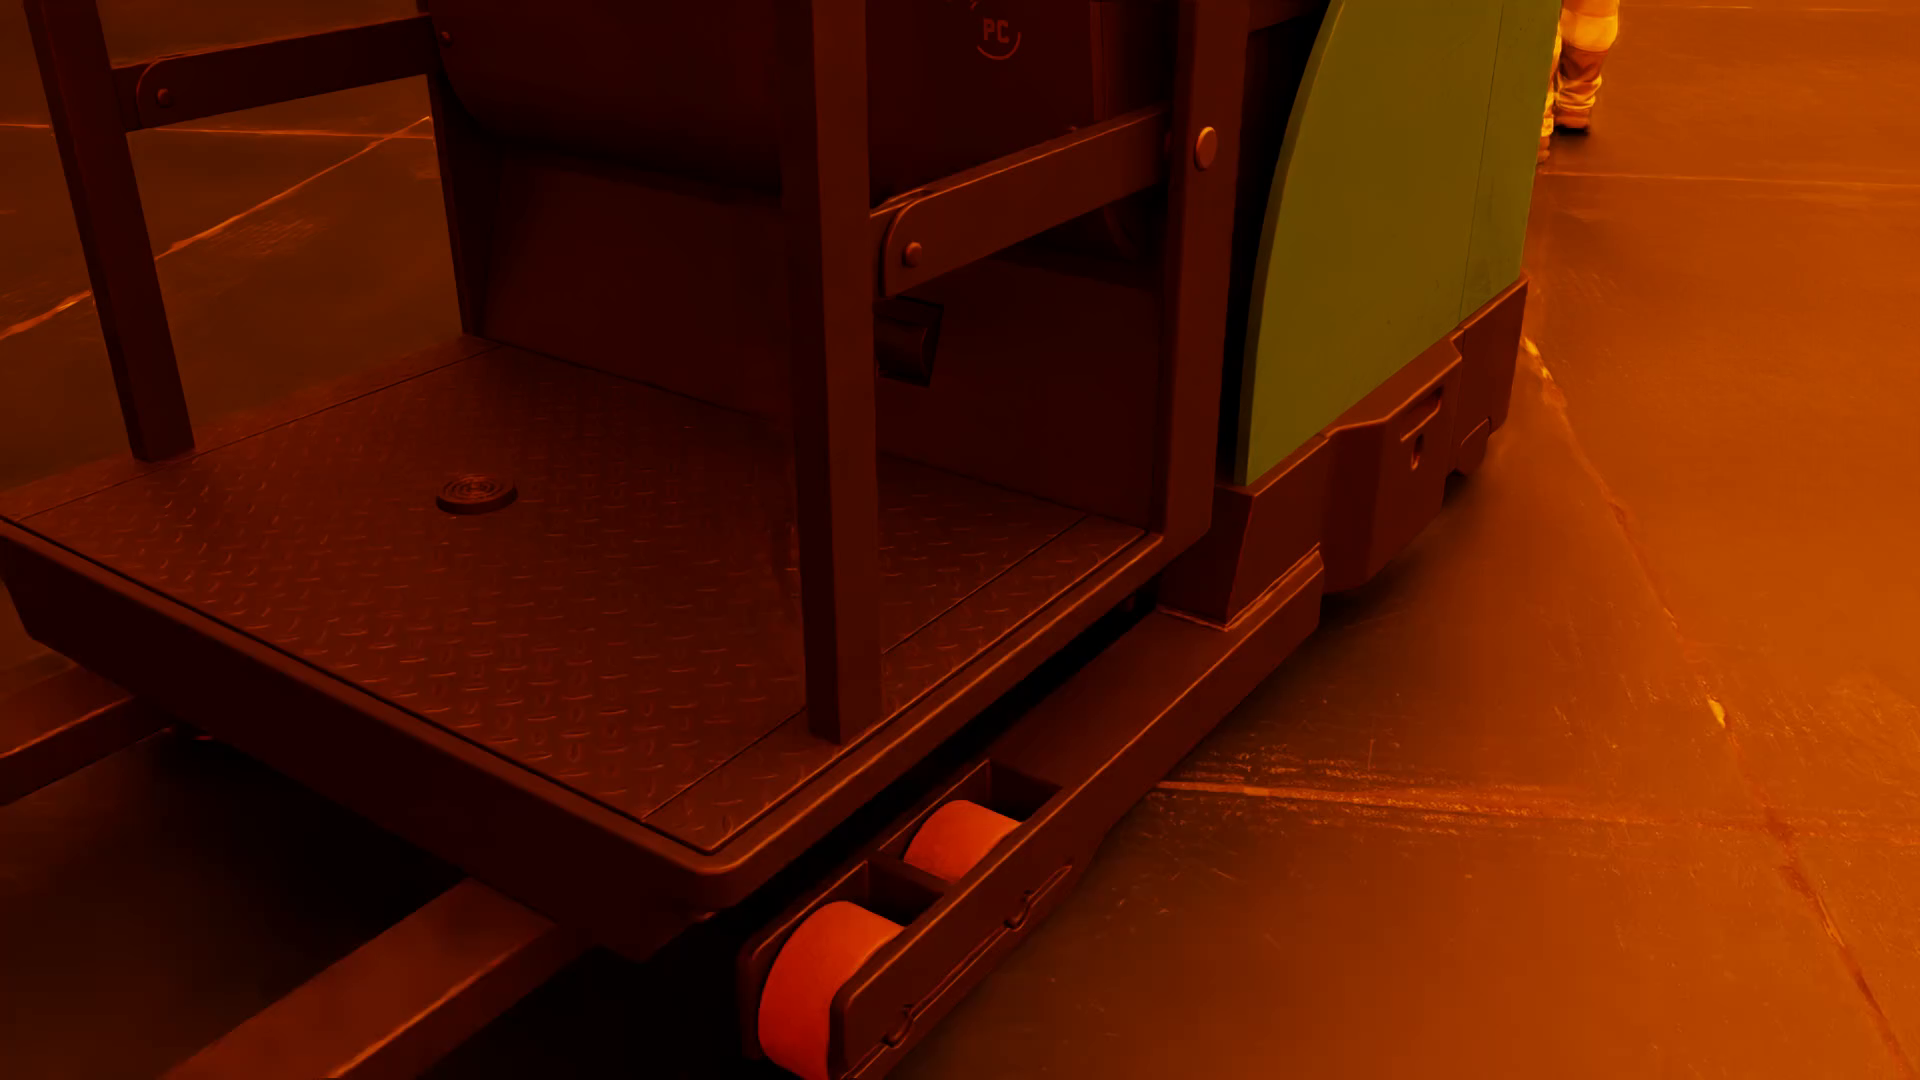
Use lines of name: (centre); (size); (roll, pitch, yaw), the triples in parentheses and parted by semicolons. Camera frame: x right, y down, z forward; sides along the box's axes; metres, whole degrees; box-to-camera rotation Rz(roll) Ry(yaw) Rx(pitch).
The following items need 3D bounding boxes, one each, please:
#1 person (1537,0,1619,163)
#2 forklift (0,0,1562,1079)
person: (1.714, -1.945, 4.463); (1.031, 1.781, 0.698); (4, 27, 8)
forklift: (-0.349, -1.058, 1.338); (1.130, 2.935, 3.031); (17, 31, 31)
